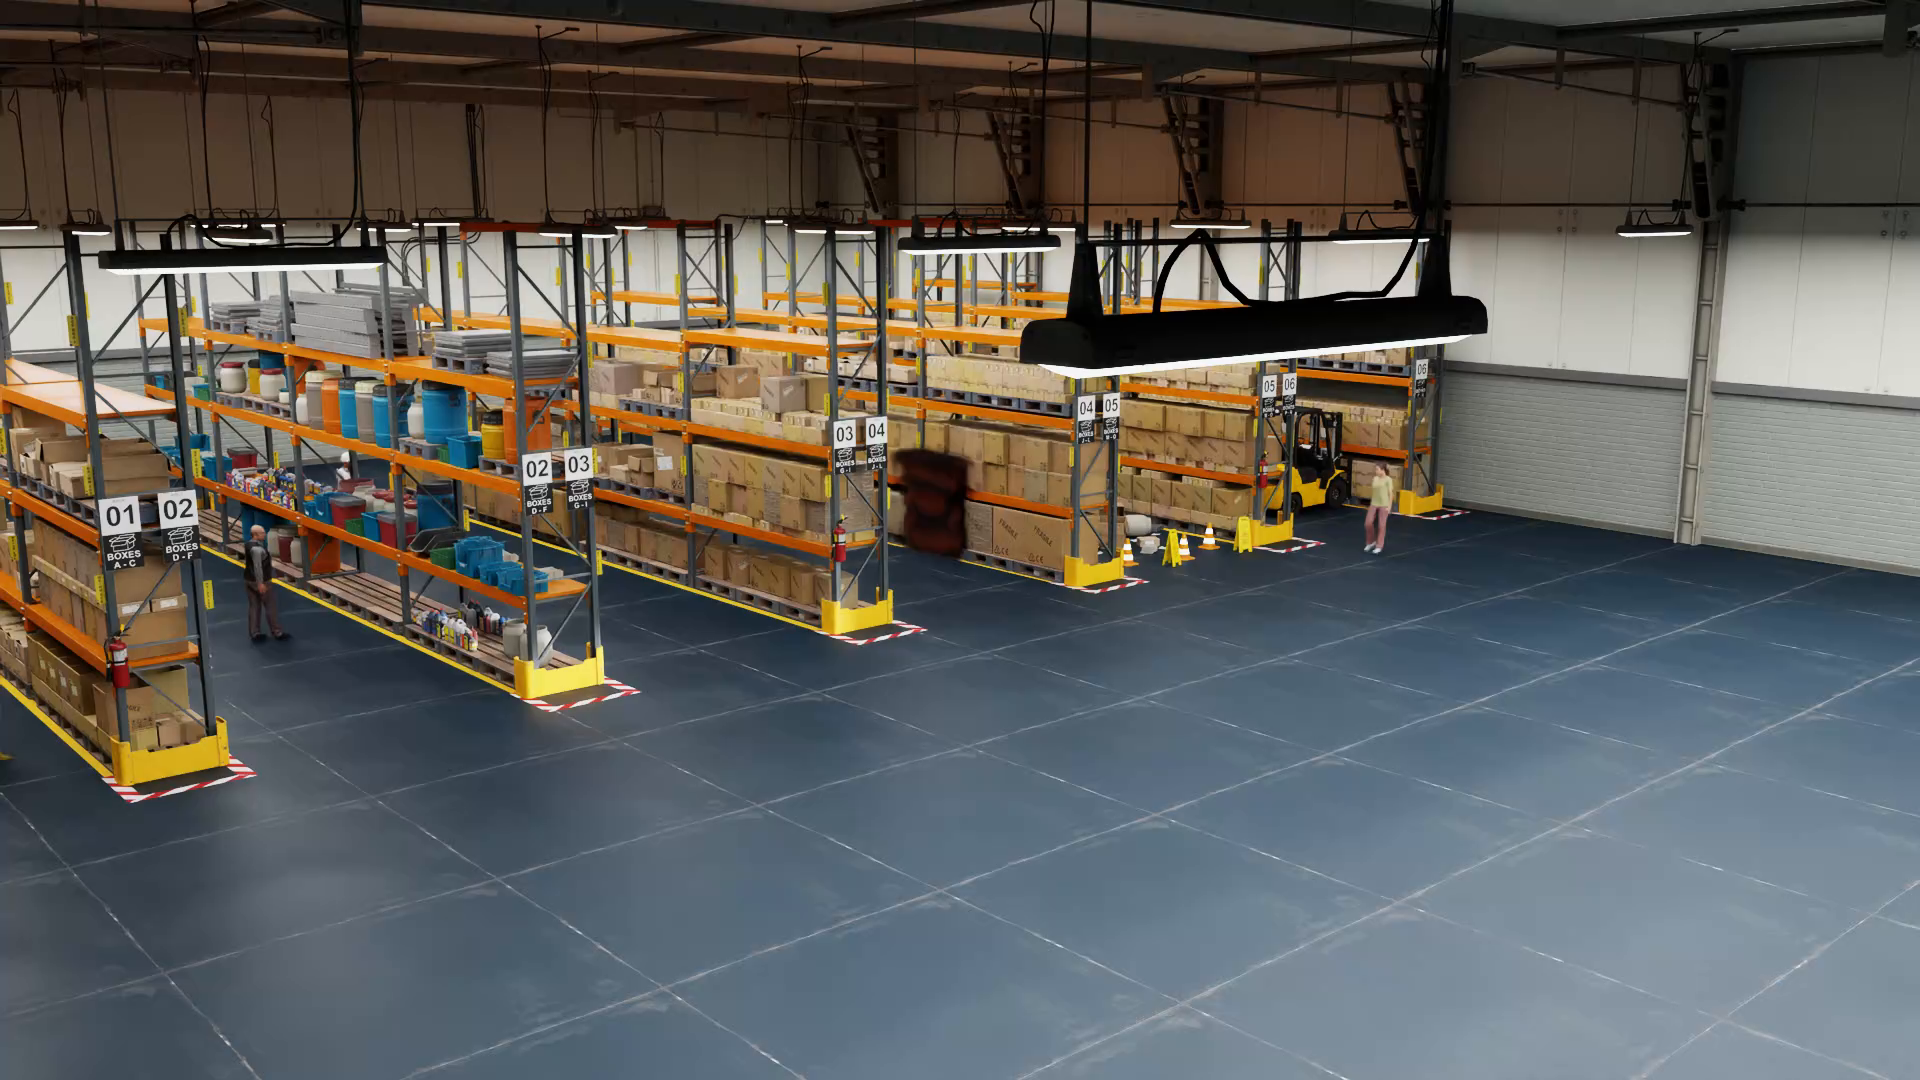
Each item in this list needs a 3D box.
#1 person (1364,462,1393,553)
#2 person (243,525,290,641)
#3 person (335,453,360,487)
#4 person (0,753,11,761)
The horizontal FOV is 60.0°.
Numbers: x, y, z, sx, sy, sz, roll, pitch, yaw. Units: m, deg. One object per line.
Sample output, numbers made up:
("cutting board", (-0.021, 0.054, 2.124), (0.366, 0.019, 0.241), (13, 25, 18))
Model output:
("person", (7.726, -0.593, 30.652), (0.482, 1.696, 0.454), (7, 13, 29))
("person", (-10.254, 0.614, 24.469), (0.547, 1.722, 0.548), (9, 15, 38))
("person", (-11.482, -0.795, 31.401), (0.567, 1.750, 0.837), (-11, 16, -42))
("person", (-11.190, 1.722, 18.910), (0.418, 1.771, 0.626), (-1, 11, -7))
